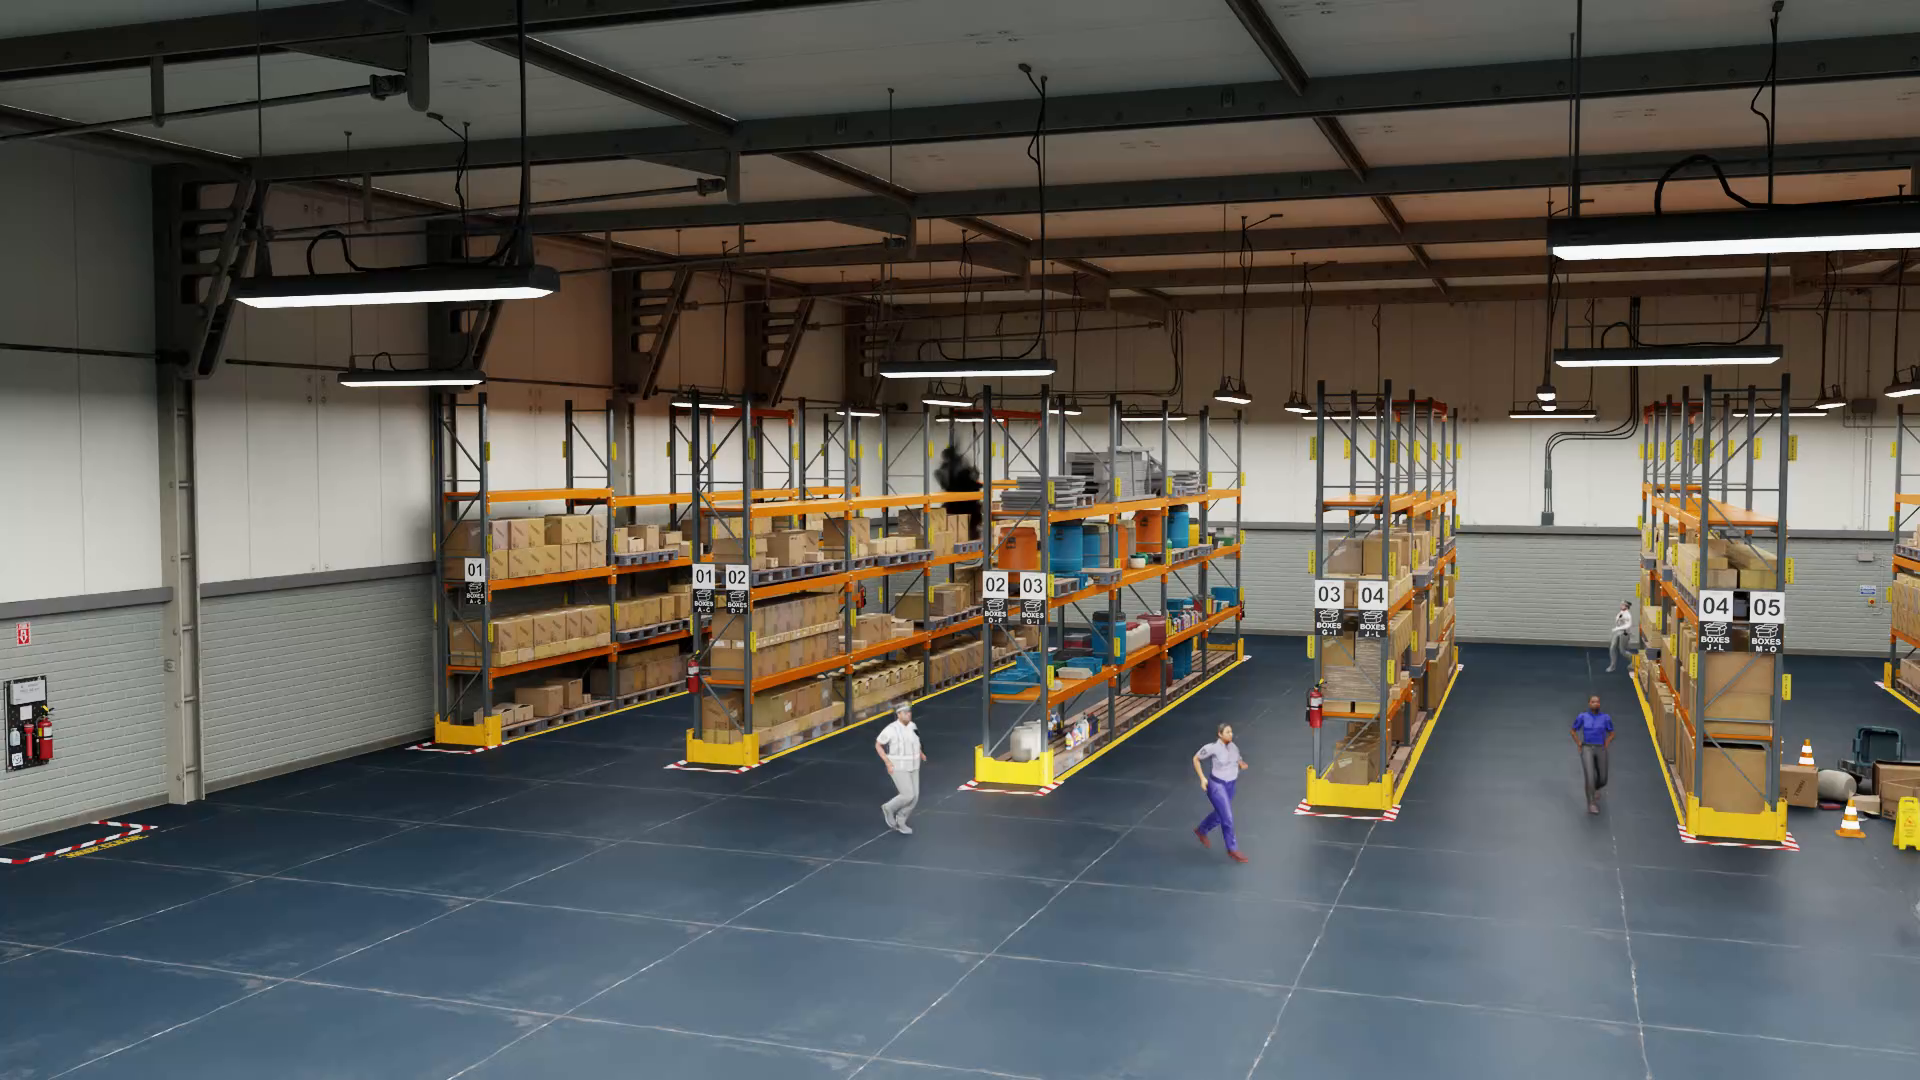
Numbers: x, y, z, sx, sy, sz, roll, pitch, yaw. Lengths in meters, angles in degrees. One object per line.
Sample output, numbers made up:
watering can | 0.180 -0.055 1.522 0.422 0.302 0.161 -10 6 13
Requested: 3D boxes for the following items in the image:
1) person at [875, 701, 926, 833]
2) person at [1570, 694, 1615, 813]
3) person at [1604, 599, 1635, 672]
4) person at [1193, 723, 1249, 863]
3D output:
person | -0.707 2.974 21.760 0.590 1.743 0.657 3 4 44
person | 8.825 2.958 23.226 0.564 1.608 0.701 1 3 12
person | 15.068 2.172 37.686 0.786 1.695 0.630 0 3 -3
person | 3.217 3.034 20.472 0.599 1.590 0.917 -3 4 -41
